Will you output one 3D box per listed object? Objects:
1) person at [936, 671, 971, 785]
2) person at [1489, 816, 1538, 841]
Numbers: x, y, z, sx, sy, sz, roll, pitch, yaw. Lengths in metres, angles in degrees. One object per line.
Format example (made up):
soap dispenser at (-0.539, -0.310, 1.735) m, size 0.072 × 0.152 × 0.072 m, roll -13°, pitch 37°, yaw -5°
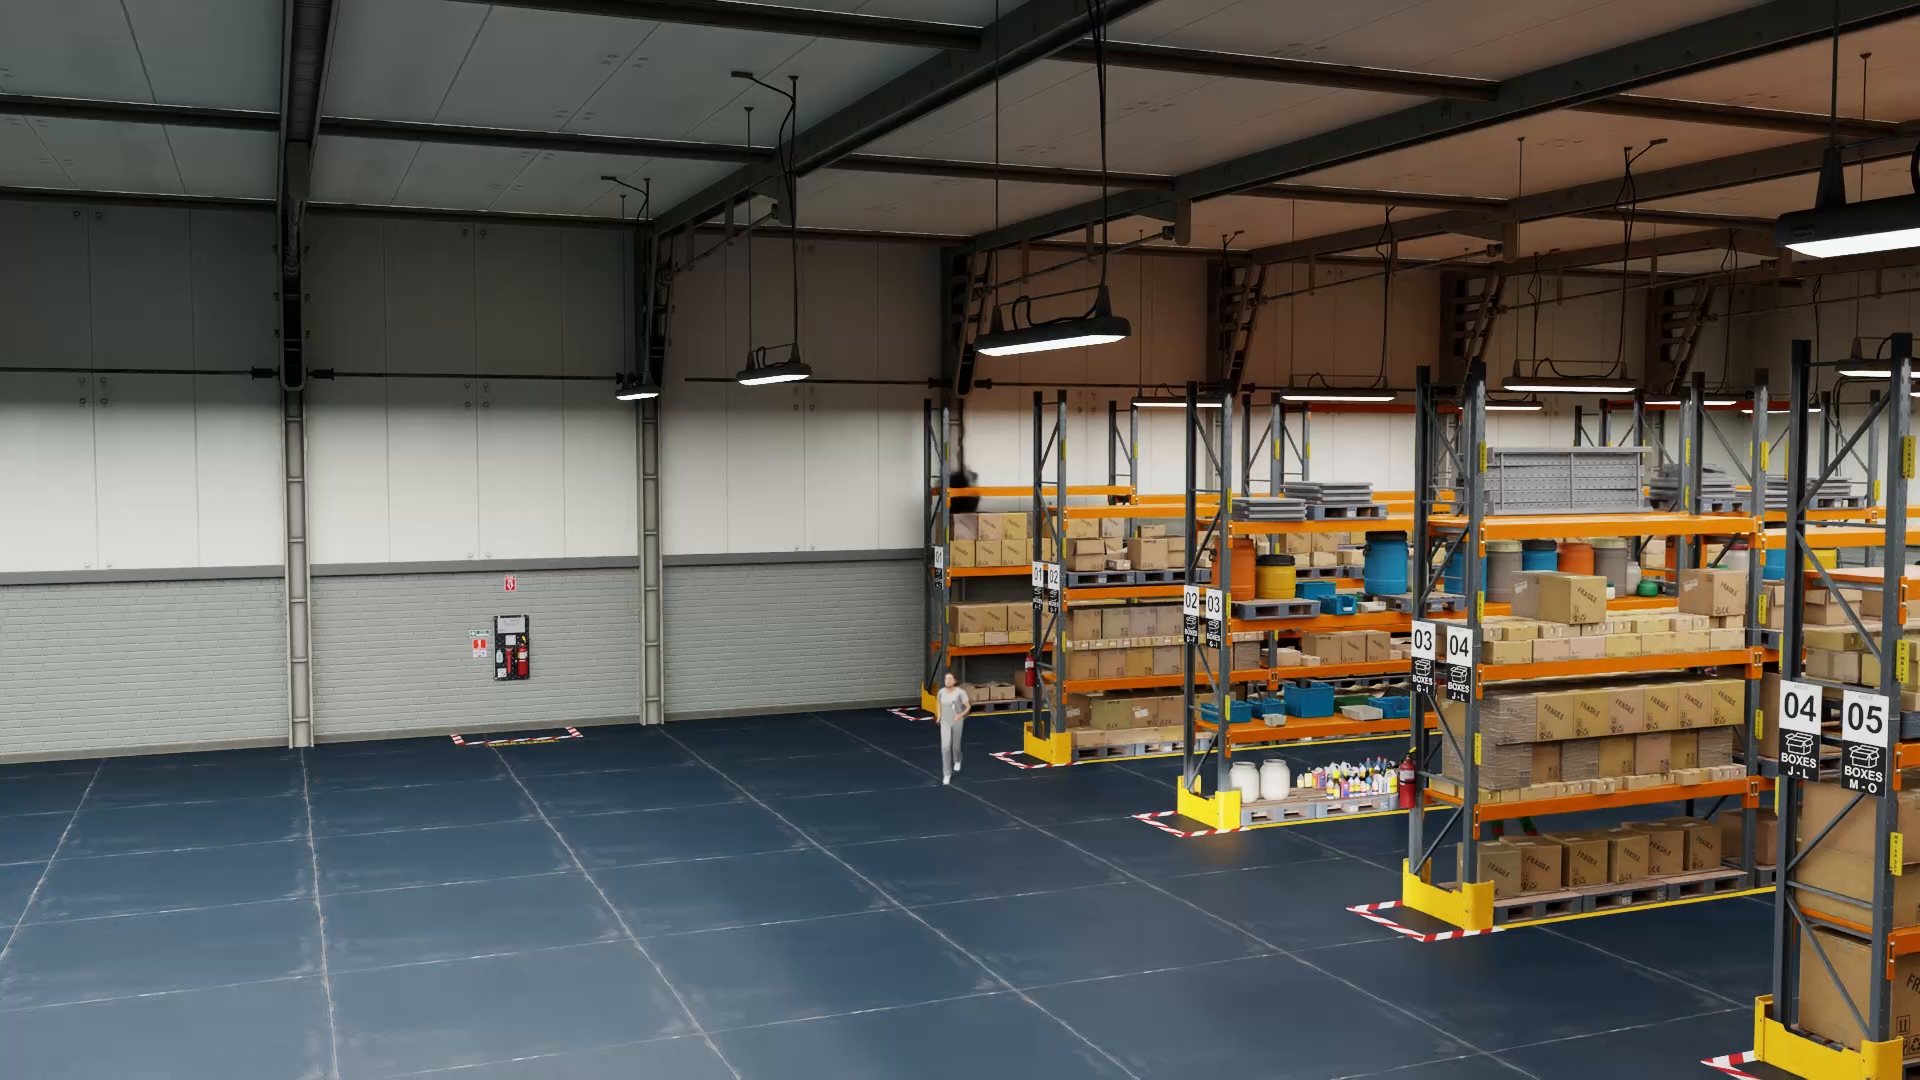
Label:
person at (-0.097, 2.835, 25.424) m, size 0.565 × 1.696 × 0.835 m, roll 1°, pitch 3°, yaw 13°
person at (6.796, 3.067, 20.433) m, size 0.773 × 1.847 × 0.648 m, roll -2°, pitch 4°, yaw -28°
